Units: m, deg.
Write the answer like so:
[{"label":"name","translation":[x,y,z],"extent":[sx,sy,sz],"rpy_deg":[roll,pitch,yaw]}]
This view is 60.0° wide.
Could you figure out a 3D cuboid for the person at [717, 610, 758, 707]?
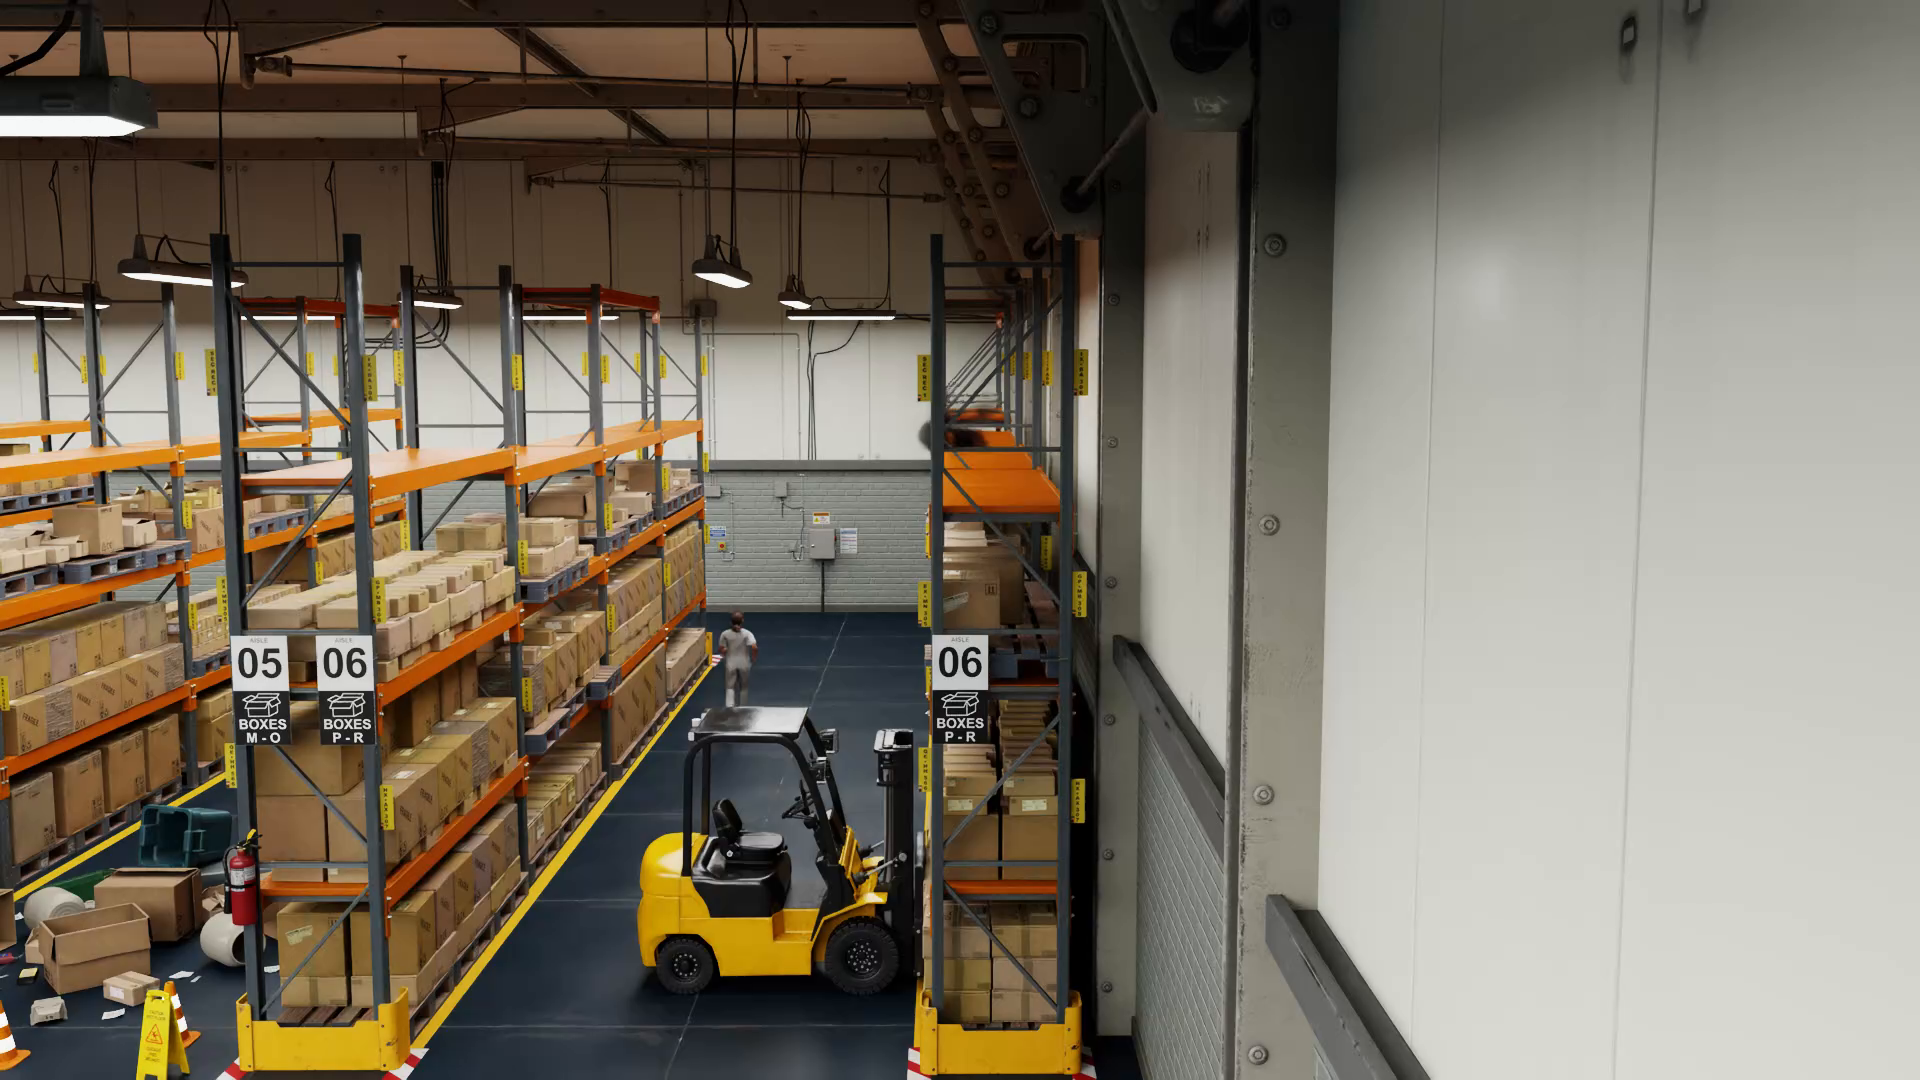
[{"label":"person","translation":[-3.096,1.790,23.228],"extent":[0.575,1.634,0.793],"rpy_deg":[0,6,-2]}]
